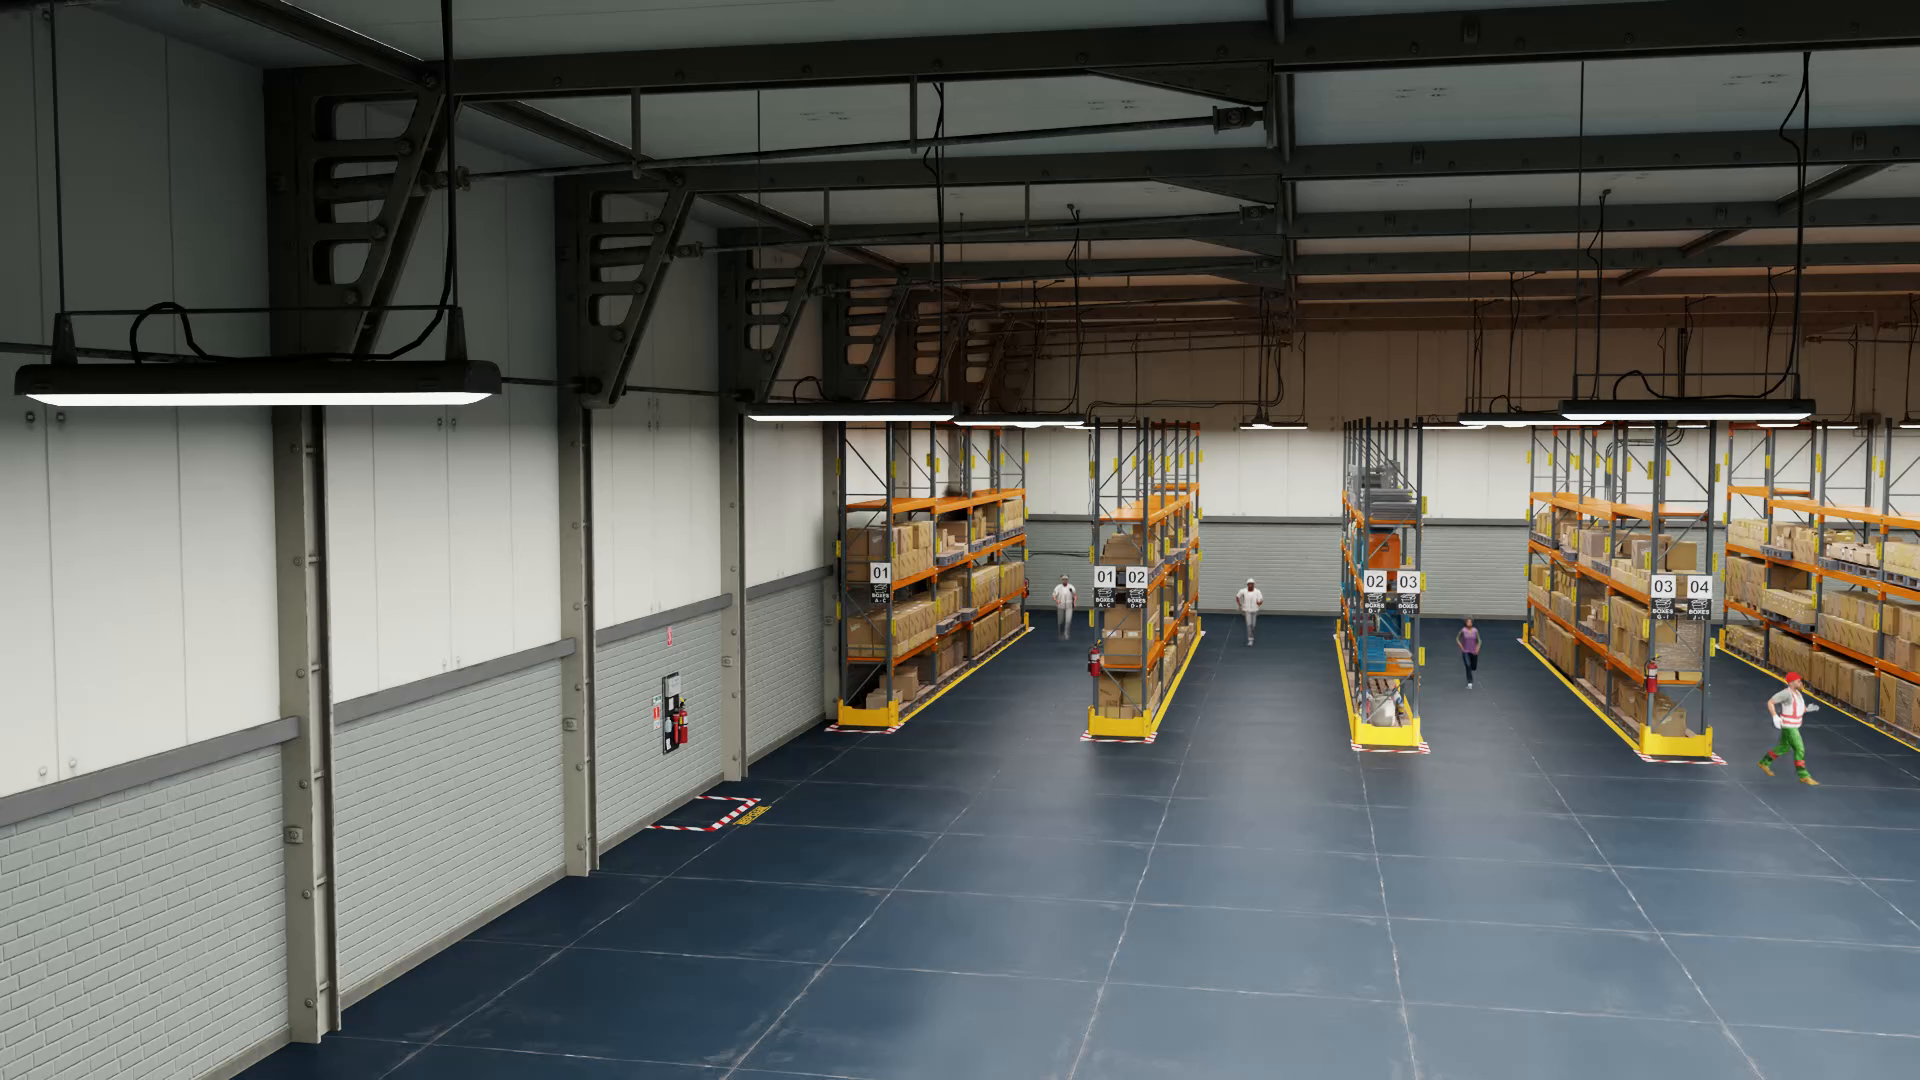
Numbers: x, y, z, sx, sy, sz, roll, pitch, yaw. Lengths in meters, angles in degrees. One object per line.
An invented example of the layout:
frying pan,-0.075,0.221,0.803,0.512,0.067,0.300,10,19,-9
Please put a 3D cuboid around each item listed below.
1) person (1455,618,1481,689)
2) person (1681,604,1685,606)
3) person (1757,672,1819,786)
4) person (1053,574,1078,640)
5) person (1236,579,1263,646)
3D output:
person,11.460,2.535,37.487,0.539,1.561,0.770,0,4,4
person,19.212,2.036,44.903,0.538,1.545,0.784,-2,4,-26
person,13.490,3.036,27.057,0.984,1.790,0.660,4,5,44
person,2.766,1.772,43.655,0.669,1.773,0.686,0,4,0
person,7.836,1.923,44.909,0.698,1.774,0.853,0,4,-2
